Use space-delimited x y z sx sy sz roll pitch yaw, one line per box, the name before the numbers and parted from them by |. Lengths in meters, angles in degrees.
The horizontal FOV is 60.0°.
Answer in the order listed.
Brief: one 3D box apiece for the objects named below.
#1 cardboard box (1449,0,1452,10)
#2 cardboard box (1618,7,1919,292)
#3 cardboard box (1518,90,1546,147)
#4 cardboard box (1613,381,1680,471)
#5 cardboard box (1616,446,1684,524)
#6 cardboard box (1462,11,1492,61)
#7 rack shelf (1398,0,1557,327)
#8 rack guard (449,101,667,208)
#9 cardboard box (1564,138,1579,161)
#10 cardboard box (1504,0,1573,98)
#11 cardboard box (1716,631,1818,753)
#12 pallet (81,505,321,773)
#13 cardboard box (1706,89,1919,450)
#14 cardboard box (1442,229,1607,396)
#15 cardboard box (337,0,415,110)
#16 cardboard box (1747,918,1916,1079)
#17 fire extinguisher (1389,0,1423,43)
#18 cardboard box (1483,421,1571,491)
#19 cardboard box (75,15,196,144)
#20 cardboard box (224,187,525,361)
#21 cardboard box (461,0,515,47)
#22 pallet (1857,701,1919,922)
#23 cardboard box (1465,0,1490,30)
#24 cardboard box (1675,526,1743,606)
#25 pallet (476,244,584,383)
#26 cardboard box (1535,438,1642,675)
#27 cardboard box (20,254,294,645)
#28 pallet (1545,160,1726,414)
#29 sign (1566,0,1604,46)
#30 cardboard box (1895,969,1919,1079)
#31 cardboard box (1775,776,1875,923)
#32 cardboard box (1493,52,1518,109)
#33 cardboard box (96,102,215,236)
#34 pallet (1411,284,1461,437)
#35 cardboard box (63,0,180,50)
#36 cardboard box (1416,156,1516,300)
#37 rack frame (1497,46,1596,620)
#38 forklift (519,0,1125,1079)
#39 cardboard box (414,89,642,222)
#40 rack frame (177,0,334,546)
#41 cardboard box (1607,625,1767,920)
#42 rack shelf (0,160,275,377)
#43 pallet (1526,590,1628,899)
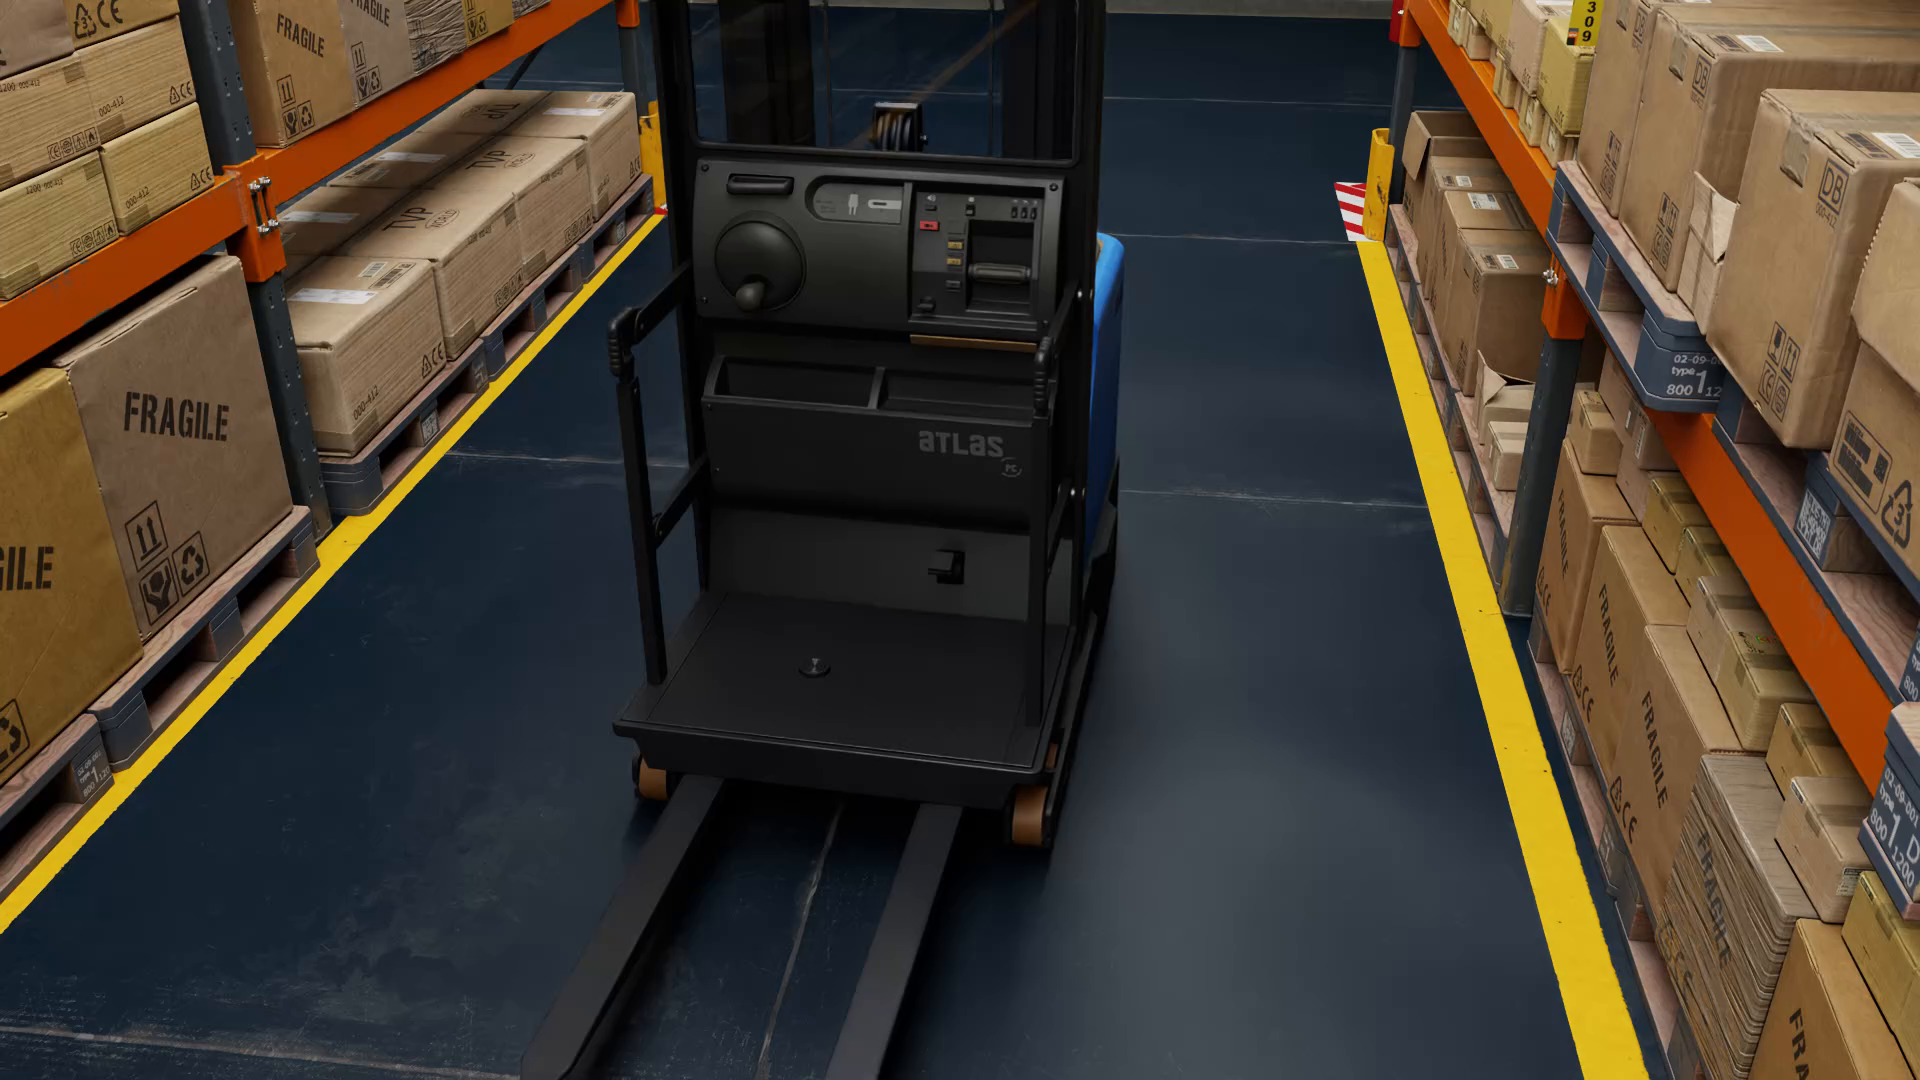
cardboard box | 2.334 -2.342 7.200 0.380 0.149 0.250 4 29 8
cardboard box | 1.887 -0.843 3.603 0.700 0.500 0.500 4 29 7
cardboard box | 2.038 -1.374 5.403 0.380 0.149 0.250 4 29 8
cardboard box | 1.939 -0.295 4.330 0.380 0.149 0.250 2 28 4
cardboard box | 1.966 -0.154 4.382 0.380 0.149 0.250 3 28 5
cardboard box | 2.190 -1.977 6.522 0.380 0.149 0.250 4 29 7
rack shelf | 2.476 -1.697 6.496 1.077 0.370 4.000 3 28 6
rack guard | -2.202 -2.153 9.219 1.175 0.500 0.348 3 28 6
cardboard box | 2.020 -1.127 4.943 0.380 0.149 0.250 4 29 7
cardboard box | 2.098 -1.628 5.453 0.500 0.250 0.500 3 29 6
cardboard box | 1.825 0.329 3.485 0.380 0.149 0.250 4 29 8
pallet | -2.715 0.236 5.089 1.003 0.211 1.213 3 28 6
cardboard box | 1.790 -0.473 2.918 0.700 0.500 0.500 3 28 6
cardboard box | 2.282 -0.868 6.392 0.700 0.500 0.500 2 28 4
cardboard box | -2.312 -1.845 5.907 0.500 0.500 0.500 4 29 7
cardboard box | 1.713 1.033 2.863 0.500 0.500 0.500 5 29 8
fire extinguisher | 2.281 -2.853 8.358 0.296 0.674 0.183 3 28 6
cardboard box | 2.008 -0.281 5.673 0.380 0.149 0.250 3 28 5
cardboard box | -2.508 -1.291 4.616 0.500 0.250 0.500 3 28 6
cardboard box | -2.403 -1.127 6.937 0.875 0.438 0.875 3 28 5
cardboard box | -2.182 -2.322 6.791 0.500 0.500 0.500 4 29 8
pallet | 1.755 0.572 1.728 1.213 0.211 1.003 3 28 6
cardboard box | 2.236 -2.104 6.338 0.500 0.250 0.500 3 28 5
cardboard box | 1.926 0.097 3.916 0.380 0.149 0.250 3 28 5
pallet | -2.378 -1.061 7.496 1.003 0.211 1.213 3 28 6
cardboard box | 1.949 0.058 4.673 0.500 0.500 0.500 5 29 8
cardboard box | -2.692 -0.312 4.964 0.875 0.875 0.875 4 29 8
pallet | 2.025 -0.618 3.937 1.003 0.211 1.213 3 28 6
sign | 1.692 -1.481 4.424 0.100 0.325 0.005 3 28 6
cardboard box | 1.706 0.820 2.574 0.380 0.149 0.250 4 29 8
cardboard box | 1.741 0.571 3.037 0.380 0.149 0.250 2 28 4
cardboard box | 2.100 -1.618 5.855 0.380 0.149 0.250 3 28 5
cardboard box | -2.500 -1.067 4.726 0.500 0.250 0.500 3 28 5
pallet | 2.463 -0.744 6.908 1.003 0.211 1.213 3 28 6
cardboard box | -2.501 -1.618 4.432 0.500 0.500 0.500 4 29 8
cardboard box | 2.409 -1.357 7.299 0.700 0.500 0.500 4 29 8
rack frame | 2.231 -1.072 4.578 1.000 3.000 0.127 3 28 6
forklift | -0.250 -0.689 3.939 1.130 2.935 3.031 5 29 10
cardboard box | -2.187 -1.982 8.526 0.875 0.438 0.875 2 28 4
rack frame | -2.695 -1.359 5.110 1.000 3.000 0.127 3 28 6
cardboard box | 1.828 0.544 3.771 0.500 0.500 0.500 3 28 5
rack shelf | -2.941 -0.101 3.533 1.077 0.370 4.000 3 28 6
pallet | 2.169 0.540 4.524 1.003 0.211 1.213 3 28 6
